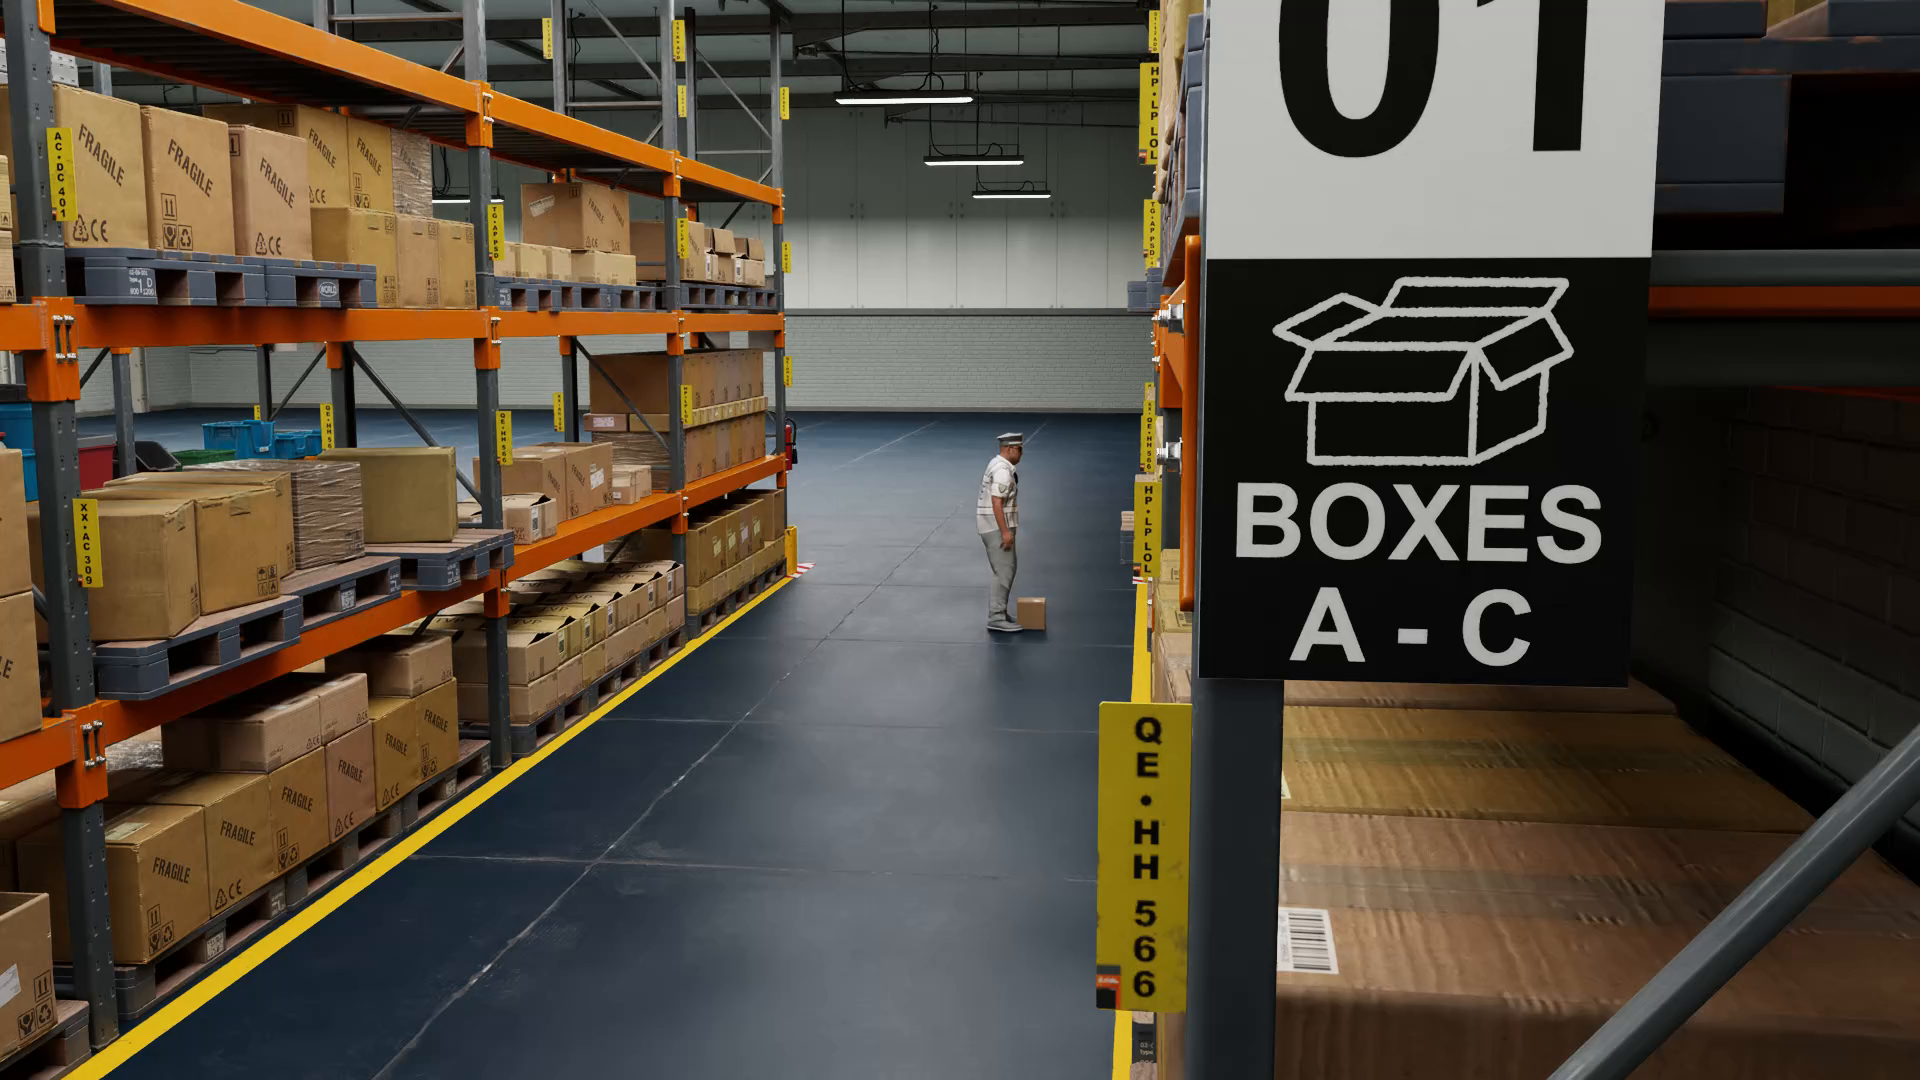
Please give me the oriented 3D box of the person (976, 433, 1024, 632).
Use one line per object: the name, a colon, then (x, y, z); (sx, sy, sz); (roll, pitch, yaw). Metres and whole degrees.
person: (0.365, -0.085, 14.904); (0.435, 1.748, 0.606); (0, 8, 3)
